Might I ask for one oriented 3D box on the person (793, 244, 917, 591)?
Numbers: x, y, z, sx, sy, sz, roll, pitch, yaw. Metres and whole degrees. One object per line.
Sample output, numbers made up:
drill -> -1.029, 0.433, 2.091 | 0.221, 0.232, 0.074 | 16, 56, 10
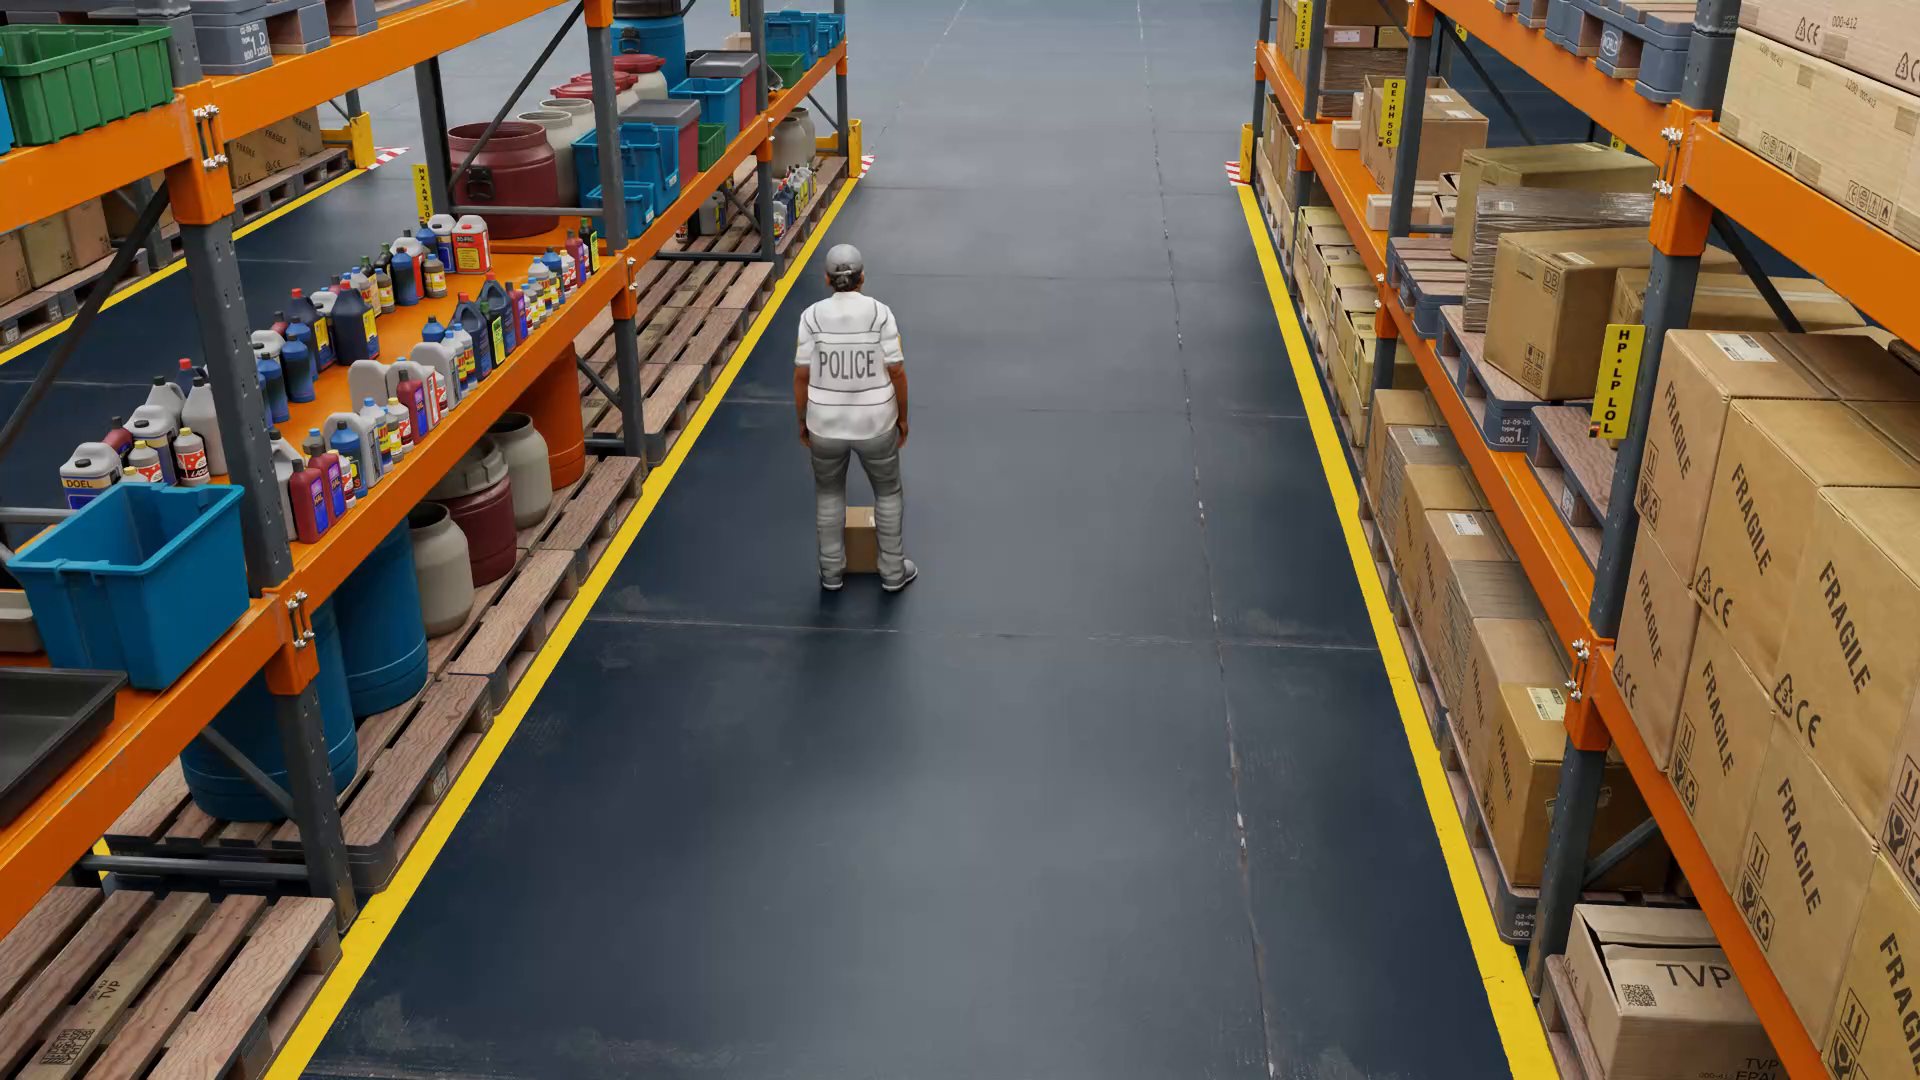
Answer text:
person -> -0.489, -0.556, 7.809 | 0.554, 1.665, 0.456 | 1, 25, 1
